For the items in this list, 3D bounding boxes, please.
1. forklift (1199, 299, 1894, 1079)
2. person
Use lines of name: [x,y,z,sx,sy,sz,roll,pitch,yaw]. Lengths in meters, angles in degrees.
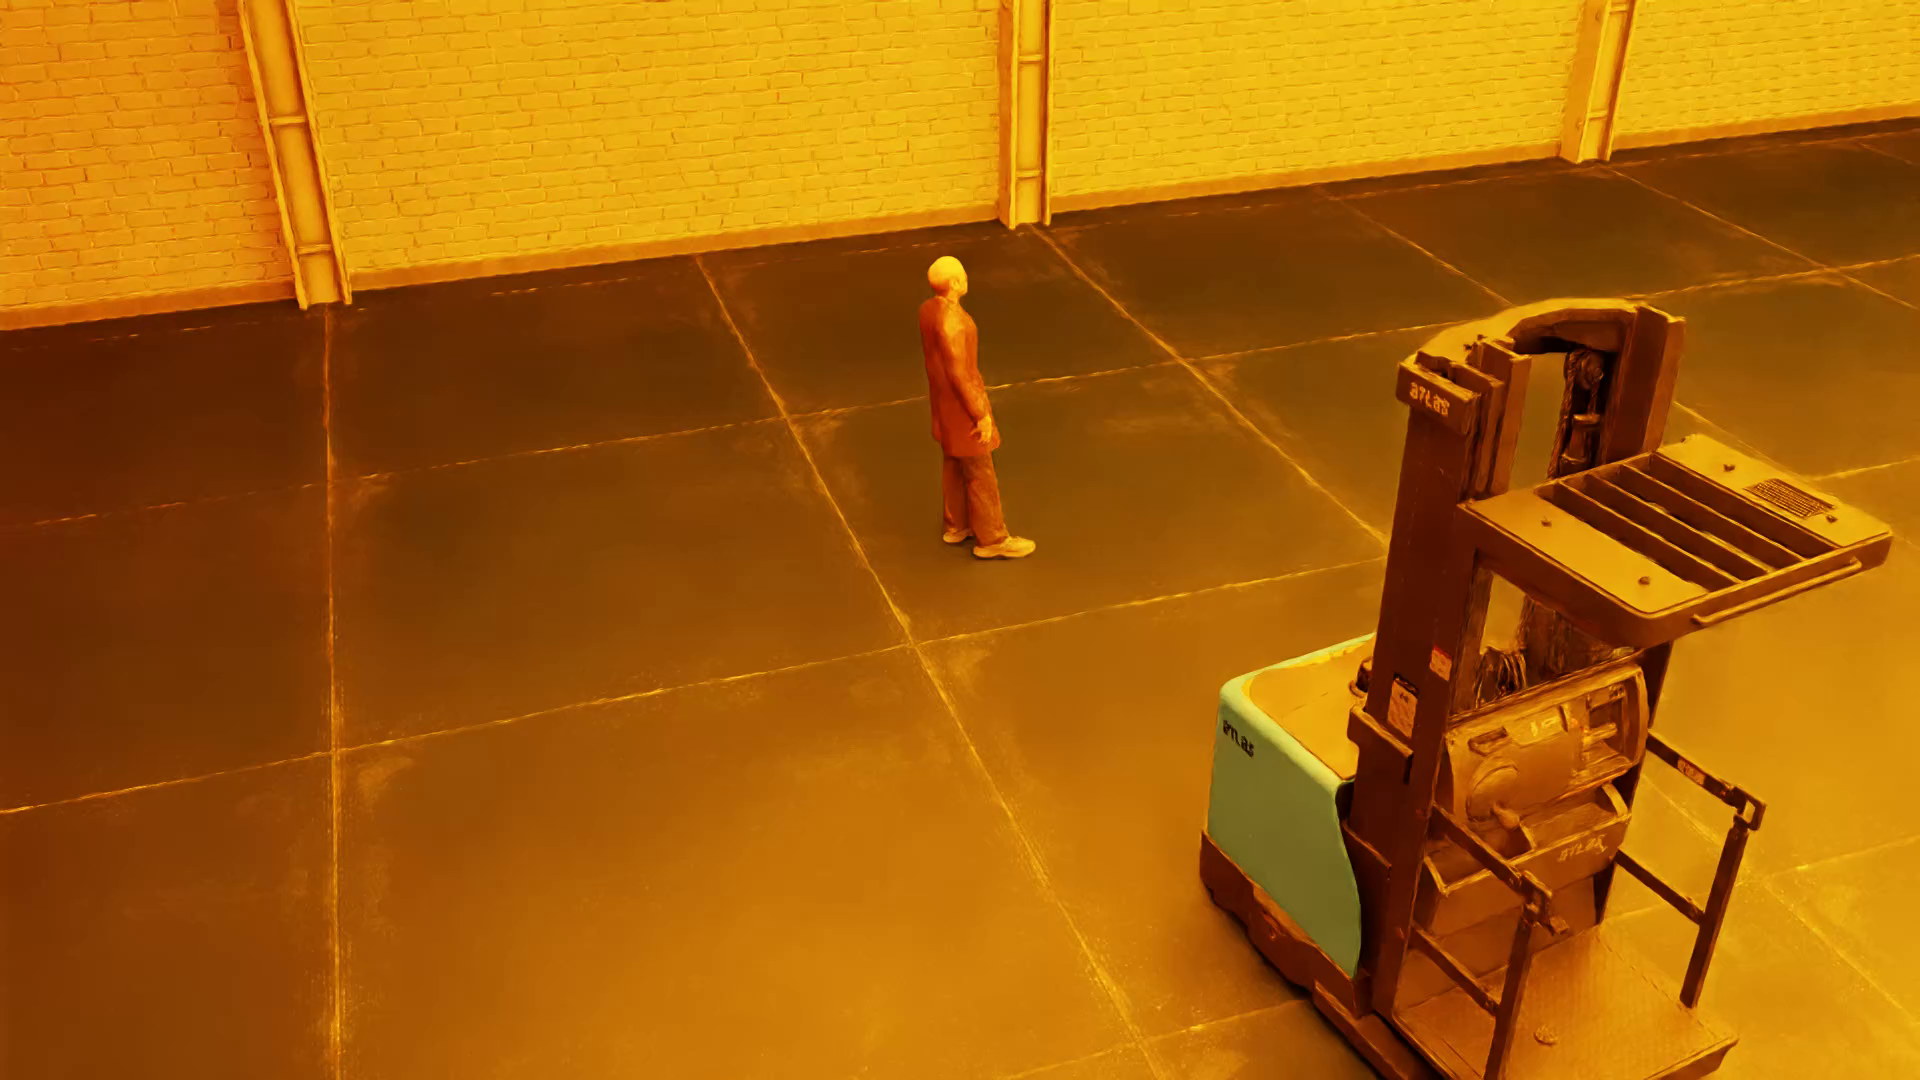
forklift: [2.183,0.784,5.725,1.130,2.935,3.031,-15,33,-24]
person: [0.088,-0.789,9.600,0.580,1.776,0.694,-10,31,-16]
